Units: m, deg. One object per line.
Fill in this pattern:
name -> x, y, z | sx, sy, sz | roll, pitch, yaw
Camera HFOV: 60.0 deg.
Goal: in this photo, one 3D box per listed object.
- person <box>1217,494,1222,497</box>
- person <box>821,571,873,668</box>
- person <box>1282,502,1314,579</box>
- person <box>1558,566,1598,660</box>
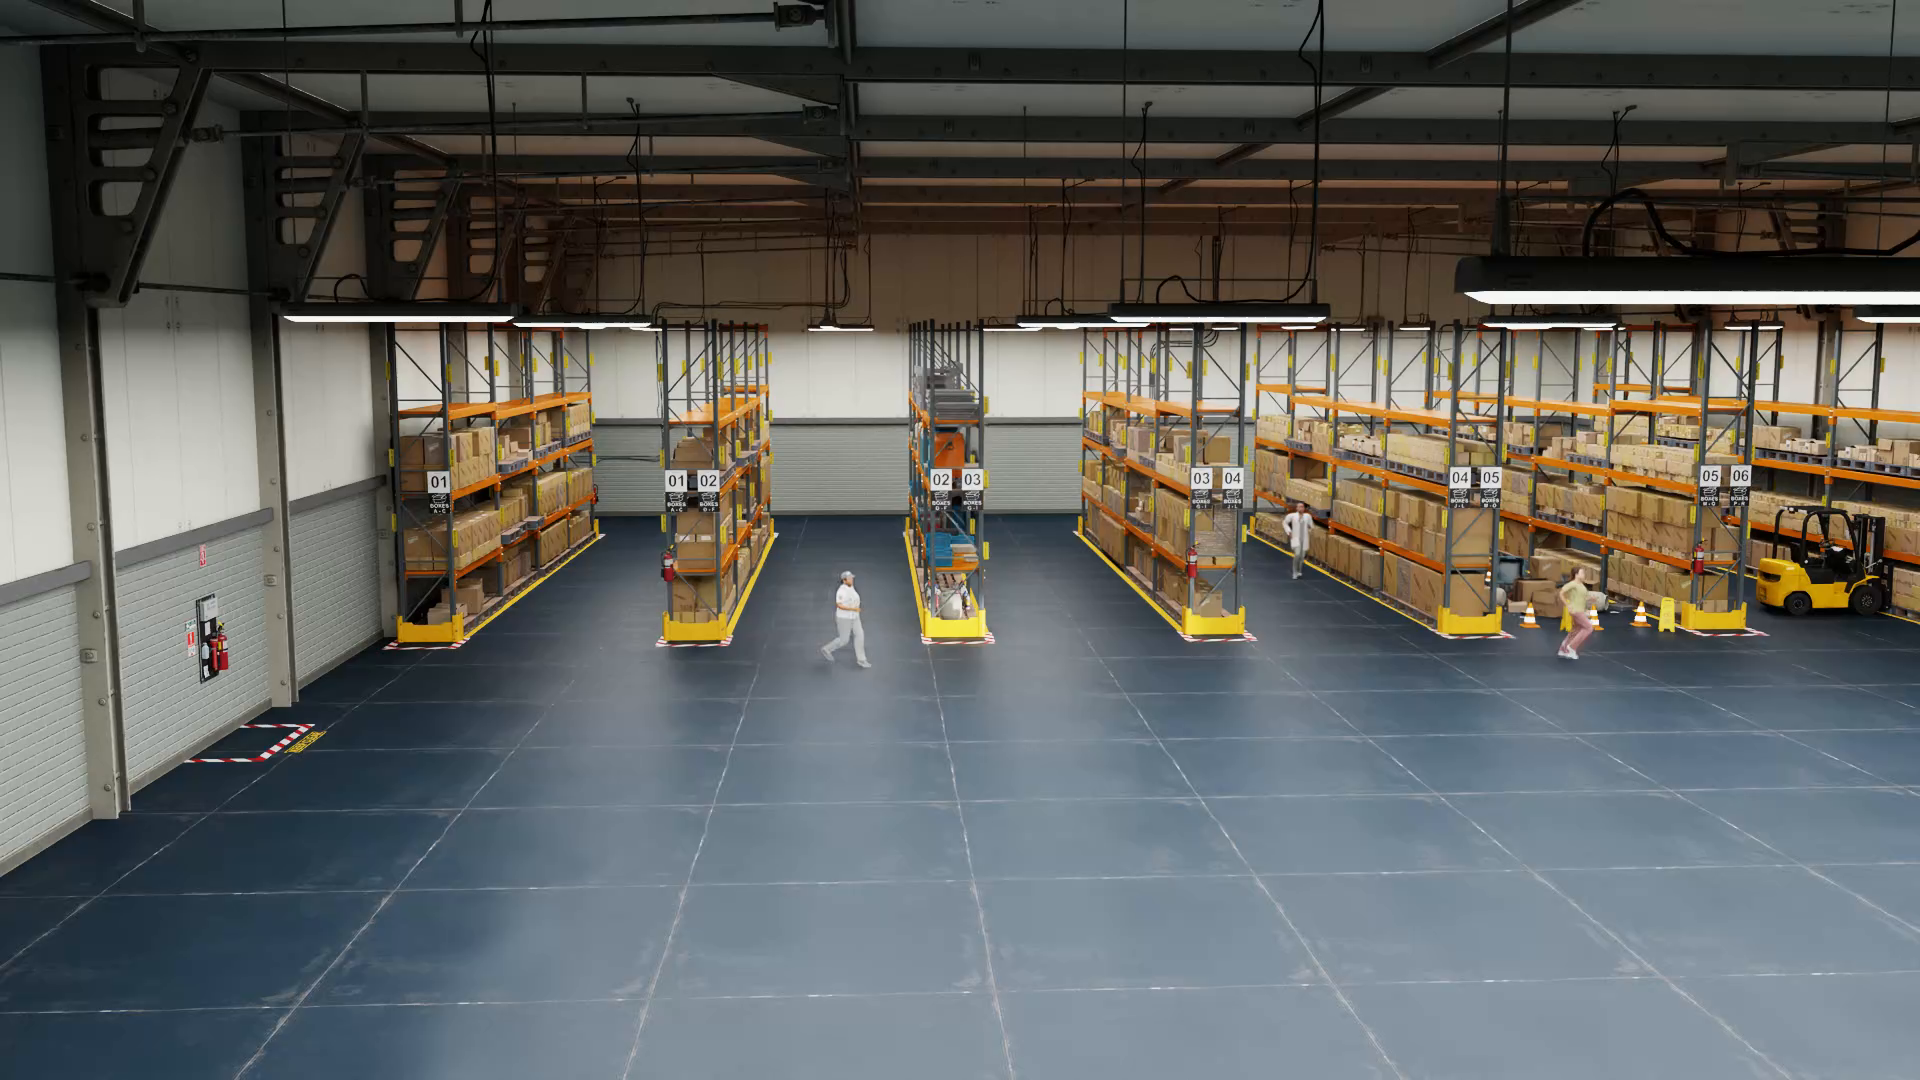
person -> 7.231, -0.798, 45.634 | 0.674, 1.832, 0.927 | 1, 7, 7
person -> -1.953, 1.368, 28.702 | 0.931, 1.676, 0.619 | 3, 8, 23
person -> 7.991, 0.028, 39.120 | 0.688, 1.818, 0.755 | -1, 7, -6
person -> 10.894, 1.281, 29.282 | 0.630, 1.645, 0.560 | 5, 9, 36
